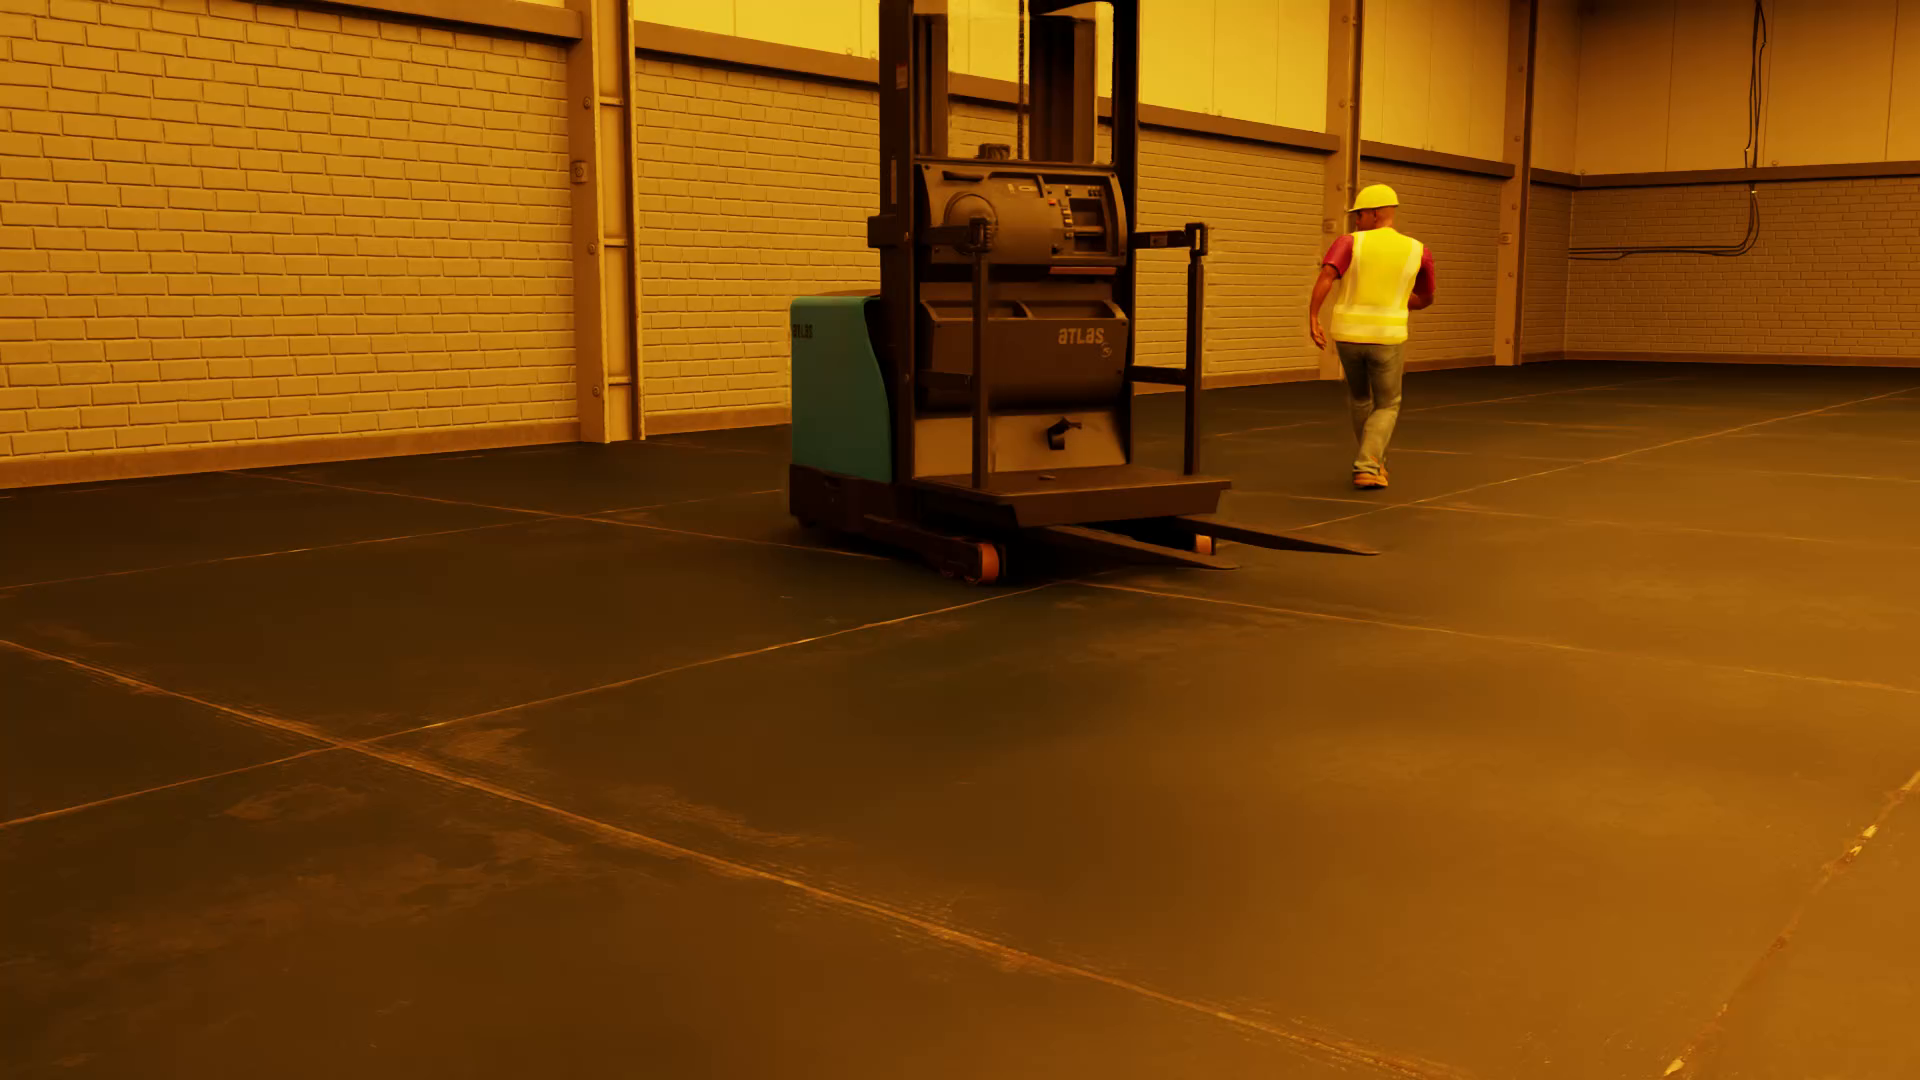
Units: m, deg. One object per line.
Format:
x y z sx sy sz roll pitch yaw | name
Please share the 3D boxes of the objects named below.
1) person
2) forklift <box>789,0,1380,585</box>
2.361 -1.135 9.452 0.604 1.738 0.936 4 9 24 | person
0.374 -1.354 6.538 1.130 2.935 3.031 -5 10 -29 | forklift
